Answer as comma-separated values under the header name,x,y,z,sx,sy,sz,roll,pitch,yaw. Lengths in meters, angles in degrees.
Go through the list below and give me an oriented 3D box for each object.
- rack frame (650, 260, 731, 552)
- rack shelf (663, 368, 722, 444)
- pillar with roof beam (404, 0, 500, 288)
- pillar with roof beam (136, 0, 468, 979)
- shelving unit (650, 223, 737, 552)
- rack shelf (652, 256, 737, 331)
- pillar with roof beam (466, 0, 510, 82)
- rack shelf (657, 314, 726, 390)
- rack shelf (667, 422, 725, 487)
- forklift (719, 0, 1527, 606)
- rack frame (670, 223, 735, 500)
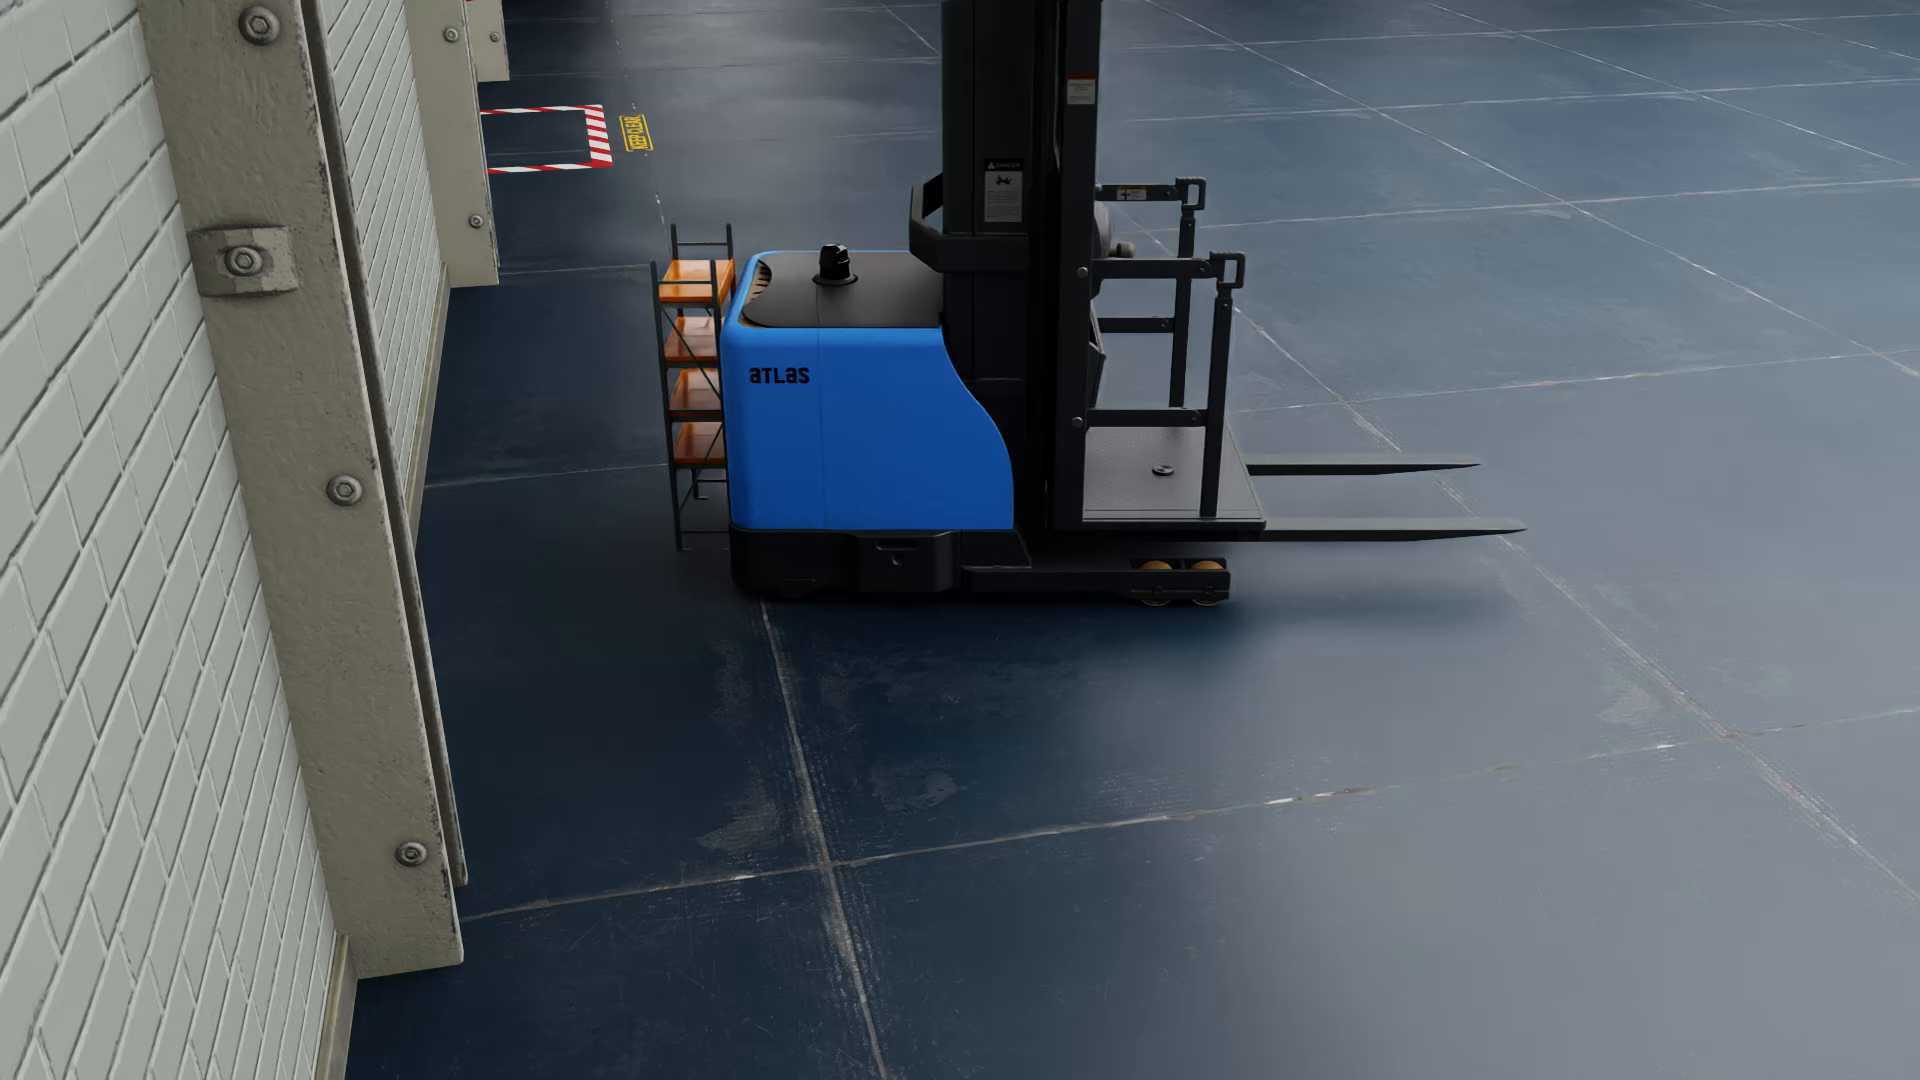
name,x,y,z,sx,sy,sz,roll,pitch,yaw
rack frame,-1.017,-0.492,6.392,0.240,1.200,0.015,0,27,0
rack shelf,-1.018,-0.542,6.640,0.258,0.148,0.480,0,27,0
pillar with roof beam,1.305,-6.017,8.685,9.100,9.000,0.400,-6,27,-12
pillar with roof beam,2.658,-3.383,3.466,9.100,9.000,0.400,-6,27,-12
shelving unit,-1.018,-0.602,6.610,0.258,1.200,0.503,0,27,0
rack shelf,-1.020,-0.953,6.432,0.258,0.148,0.480,0,27,0
pillar with roof beam,-0.047,-8.651,13.903,9.100,9.000,0.400,-6,27,-12
rack shelf,-1.019,-0.742,6.539,0.258,0.148,0.480,0,27,0
rack shelf,-1.016,-0.365,6.729,0.258,0.148,0.480,0,27,0
forklift,0.647,-1.300,6.073,3.031,2.935,1.130,0,27,0
rack frame,-1.019,-0.712,6.827,0.240,1.200,0.015,0,27,0
